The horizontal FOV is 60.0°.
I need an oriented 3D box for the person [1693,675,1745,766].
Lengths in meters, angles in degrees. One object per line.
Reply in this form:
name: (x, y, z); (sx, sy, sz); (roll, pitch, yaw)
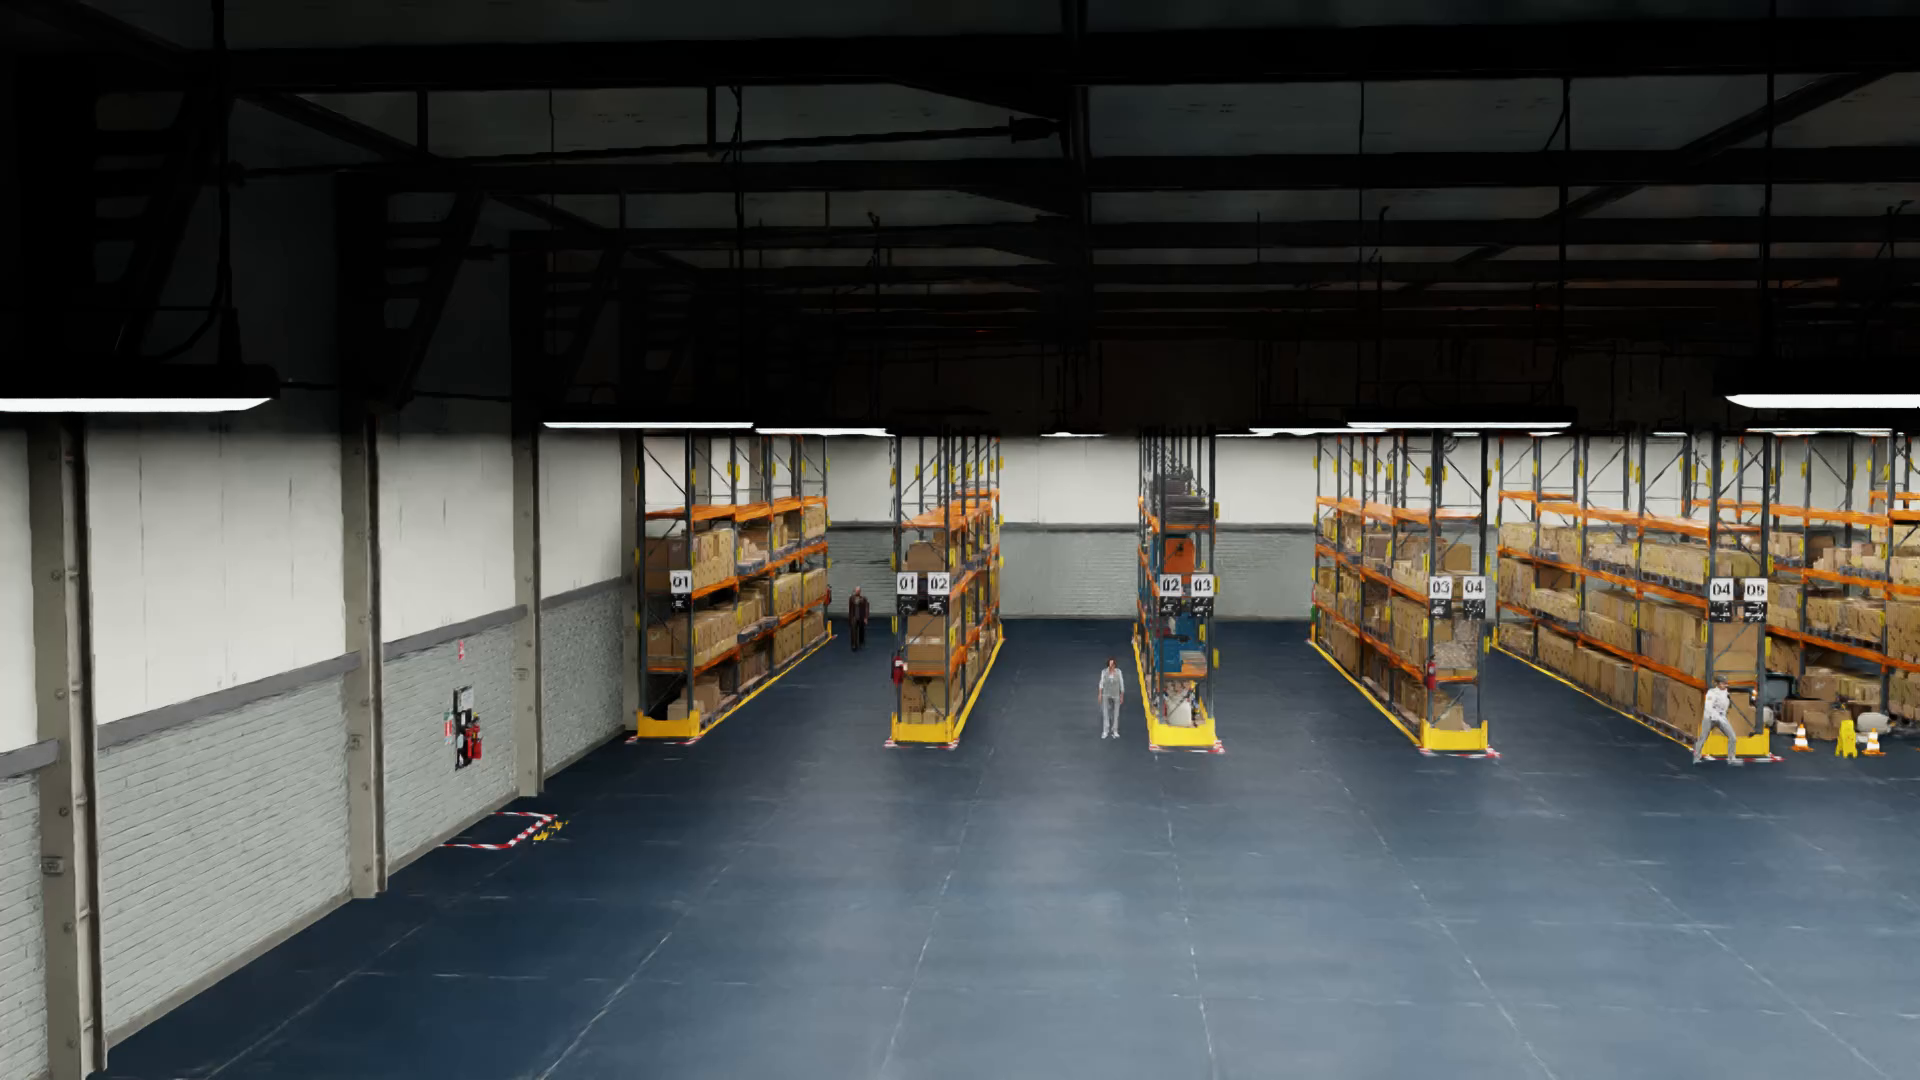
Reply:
person: (13.248, 3.138, 29.125); (0.638, 1.610, 0.774); (-1, 4, -15)

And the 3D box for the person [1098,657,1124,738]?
person: (2.886, 3.047, 31.791); (0.490, 1.472, 0.473); (0, 3, 6)

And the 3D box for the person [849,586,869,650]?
person: (-2.751, 2.111, 45.158); (0.599, 1.721, 1.108); (0, 3, 4)

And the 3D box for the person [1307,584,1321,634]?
person: (10.558, 1.879, 48.917); (0.593, 1.744, 0.960); (2, 4, 28)
